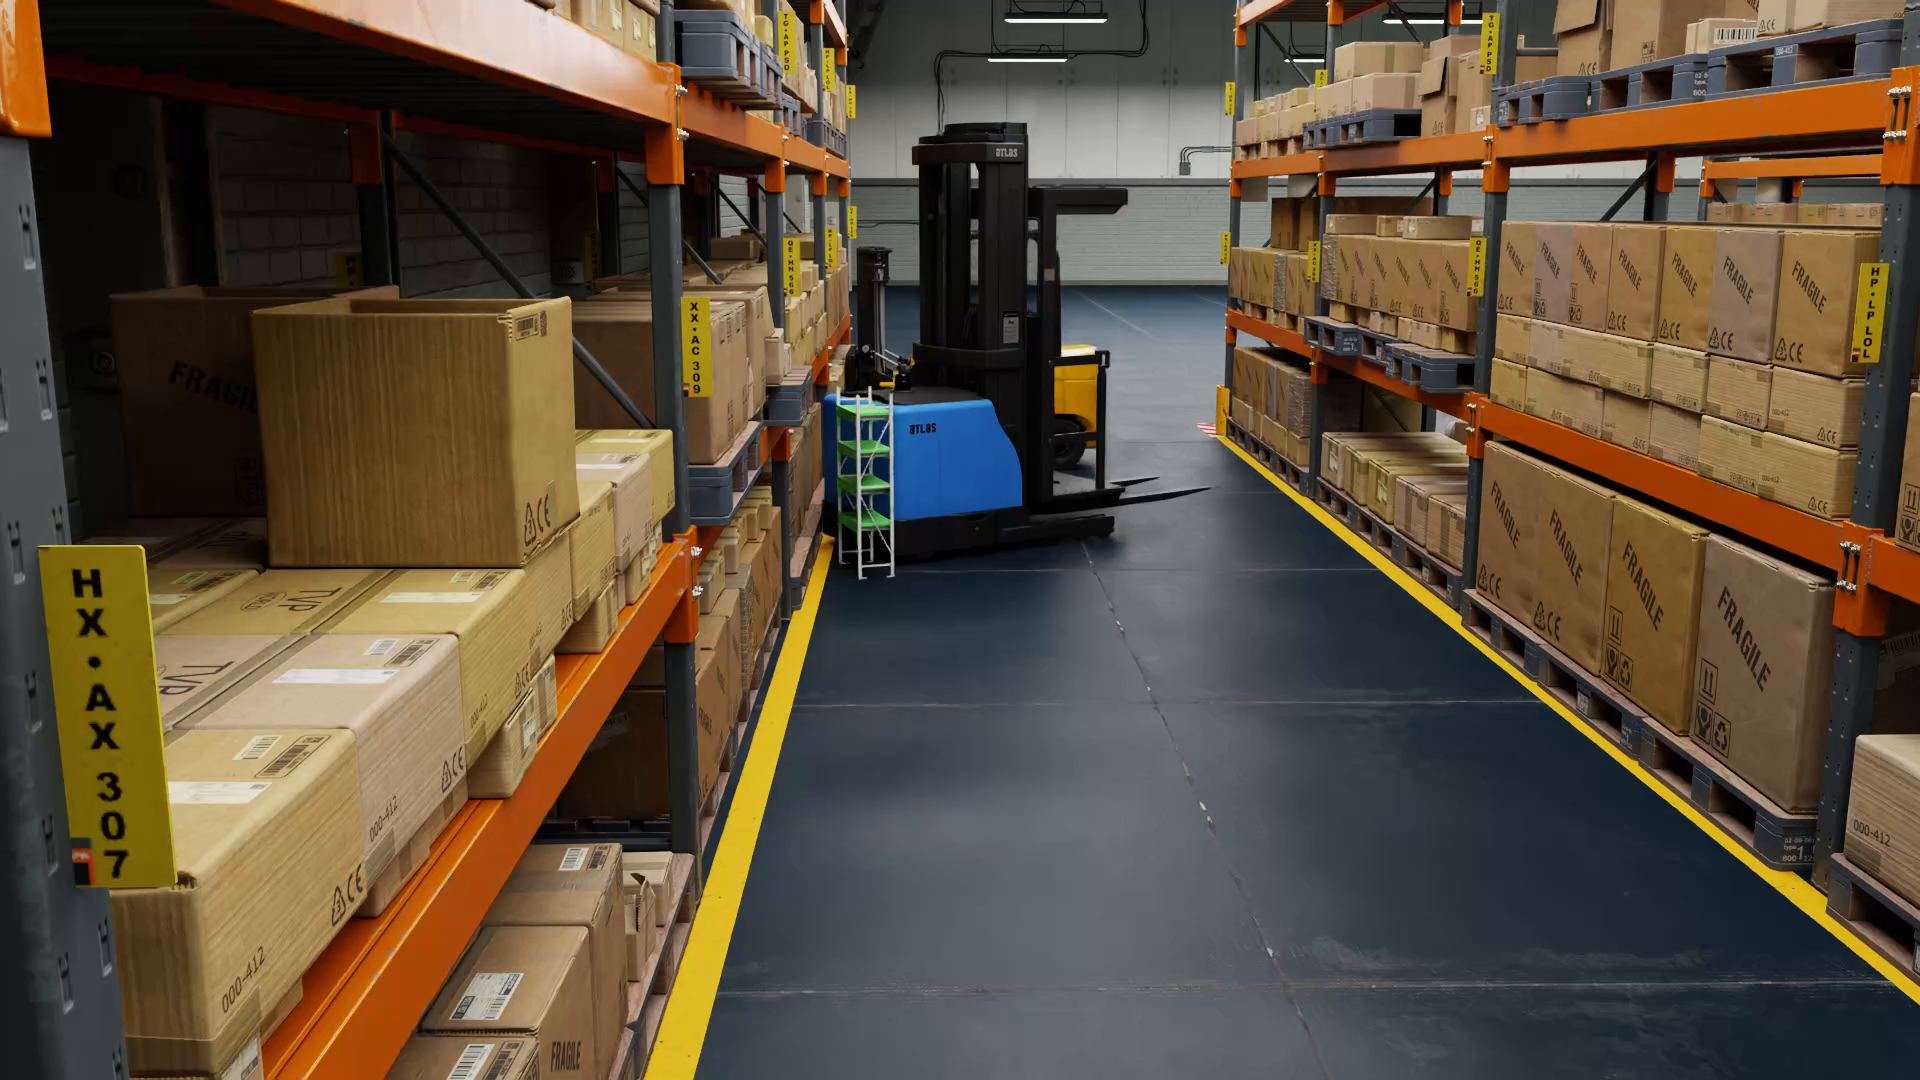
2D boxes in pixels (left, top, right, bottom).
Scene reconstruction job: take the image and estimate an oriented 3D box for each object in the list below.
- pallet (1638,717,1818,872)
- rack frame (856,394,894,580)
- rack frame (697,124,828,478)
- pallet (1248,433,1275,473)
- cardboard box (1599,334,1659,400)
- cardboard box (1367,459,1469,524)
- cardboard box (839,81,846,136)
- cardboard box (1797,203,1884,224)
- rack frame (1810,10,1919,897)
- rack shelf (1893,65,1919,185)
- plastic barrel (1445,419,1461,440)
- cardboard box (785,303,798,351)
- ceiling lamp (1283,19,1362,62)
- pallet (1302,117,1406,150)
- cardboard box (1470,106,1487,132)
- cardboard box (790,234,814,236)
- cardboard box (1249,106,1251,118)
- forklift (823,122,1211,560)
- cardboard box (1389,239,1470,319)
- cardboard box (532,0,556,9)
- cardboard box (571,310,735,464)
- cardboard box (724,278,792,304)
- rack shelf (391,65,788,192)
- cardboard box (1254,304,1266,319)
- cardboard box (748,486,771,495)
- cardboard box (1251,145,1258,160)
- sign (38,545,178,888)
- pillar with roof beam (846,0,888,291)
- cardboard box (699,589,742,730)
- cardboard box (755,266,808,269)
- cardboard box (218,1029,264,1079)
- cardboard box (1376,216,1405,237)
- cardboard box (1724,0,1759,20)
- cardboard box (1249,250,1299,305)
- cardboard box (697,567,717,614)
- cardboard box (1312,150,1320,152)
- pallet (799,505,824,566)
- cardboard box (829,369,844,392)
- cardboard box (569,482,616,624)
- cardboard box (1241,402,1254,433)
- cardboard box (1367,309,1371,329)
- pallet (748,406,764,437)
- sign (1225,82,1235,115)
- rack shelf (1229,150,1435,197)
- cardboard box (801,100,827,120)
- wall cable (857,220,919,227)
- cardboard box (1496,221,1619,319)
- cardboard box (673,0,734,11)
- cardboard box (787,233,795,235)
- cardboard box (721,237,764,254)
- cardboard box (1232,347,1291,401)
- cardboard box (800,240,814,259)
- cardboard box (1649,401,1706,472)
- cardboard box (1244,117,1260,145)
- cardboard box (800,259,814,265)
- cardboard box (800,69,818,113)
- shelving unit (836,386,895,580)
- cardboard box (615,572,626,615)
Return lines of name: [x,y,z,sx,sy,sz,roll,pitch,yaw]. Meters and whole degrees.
pallet: [3.462,0.989,6.655,1.003,0.211,1.213,0,11,-1]
rack frame: [-0.546,-0.340,10.719,0.240,1.200,0.015,-4,12,-19]
rack frame: [-1.574,-1.794,13.358,1.000,3.000,0.127,0,11,-1]
pallet: [3.311,-0.825,15.595,1.003,0.211,1.213,0,11,-1]
cardboard box: [3.239,-0.787,7.514,0.500,0.250,0.500,0,11,0]
cardboard box: [3.436,-0.348,11.782,0.950,0.372,0.625,0,11,1]
cardboard box: [-1.404,-4.276,16.489,0.500,0.500,0.500,0,11,1]
cardboard box: [8.342,-2.854,15.489,0.875,0.550,0.500,0,11,-1]
rack frame: [3.553,-0.225,5.624,1.000,3.000,0.127,0,11,-1]
rack shelf: [3.595,-0.945,3.437,1.077,0.370,4.000,0,11,-1]
plastic barrel: [4.862,-0.943,15.645,0.512,0.421,0.421,9,15,38]
cardboard box: [-1.232,-1.260,9.844,0.500,0.250,0.500,0,11,-1]
ceiling lamp: [9.053,-13.493,41.255,2.000,3.185,0.800,0,11,-1]
pallet: [3.294,-3.070,12.576,1.213,0.211,1.003,0,11,-1]
cardboard box: [3.241,-2.478,9.818,0.380,0.149,0.250,0,11,-1]
cardboard box: [-1.440,-2.881,16.084,0.380,0.149,0.250,0,11,-1]
cardboard box: [3.109,-4.277,16.677,0.380,0.149,0.250,0,11,-2]
forklift: [0.520,-1.508,12.119,3.031,2.935,1.130,-8,14,-34]
cardboard box: [3.150,-1.713,10.902,0.500,0.500,0.500,-1,12,-5]
cardboard box: [-1.045,-1.175,3.392,0.380,0.149,0.250,0,11,0]
cardboard box: [-1.196,-0.556,5.946,0.700,0.500,0.500,0,11,0]
cardboard box: [-1.211,-1.483,9.944,0.380,0.149,0.250,0,11,0]
rack shelf: [-1.450,-1.719,7.252,1.077,0.370,4.000,0,11,-1]
cardboard box: [3.047,-2.214,16.058,0.380,0.149,0.250,0,11,0]
cardboard box: [-1.228,-0.200,9.102,0.380,0.149,0.250,-1,11,-4]
cardboard box: [3.054,-3.785,16.261,0.380,0.149,0.250,0,11,0]
sign: [-0.784,0.165,1.525,0.100,0.325,0.005,0,11,-1]
pillar with roof beam: [1.140,-11.368,45.462,9.100,9.000,0.548,0,11,-1]
cardboard box: [-1.221,0.513,7.215,0.500,0.500,0.500,-1,11,-3]
cardboard box: [-1.289,-1.890,11.947,0.380,0.149,0.250,-1,11,-3]
cardboard box: [-1.059,0.648,1.953,0.380,0.149,0.250,0,11,-2]
cardboard box: [3.170,-2.223,11.786,0.380,0.149,0.250,0,11,2]
cardboard box: [3.797,-2.396,7.472,0.500,0.500,0.500,0,11,-1]
cardboard box: [3.064,-2.506,15.866,0.500,0.500,0.500,0,11,-2]
cardboard box: [-1.237,0.215,7.054,0.380,0.149,0.250,0,11,-1]
cardboard box: [3.076,-3.224,13.492,0.380,0.149,0.250,0,11,-1]
pallet: [-1.492,-0.038,11.716,1.003,0.211,1.213,0,11,-1]
cardboard box: [-1.271,-1.342,14.472,0.500,0.250,0.500,0,11,-1]
cardboard box: [-1.132,0.023,4.031,0.500,0.250,0.500,0,11,-2]
cardboard box: [3.049,-1.206,16.317,0.500,0.250,0.500,0,11,1]
cardboard box: [3.129,-1.581,11.881,0.380,0.149,0.250,0,11,-1]
pallet: [-1.447,-0.518,7.552,1.003,0.211,1.213,0,11,-1]
sign: [2.763,-4.507,16.985,0.100,0.325,0.005,0,11,-1]
rack shelf: [3.347,-3.330,15.195,1.077,0.370,4.000,0,11,-1]
cardboard box: [-1.280,-3.486,13.479,0.380,0.149,0.250,0,11,0]
wall cable: [-1.903,-10.420,48.597,3.097,2.526,0.112,0,11,-1]
cardboard box: [3.236,-1.460,8.945,0.500,0.500,0.500,-1,11,-3]
cardboard box: [-0.988,-1.918,5.750,0.380,0.149,0.250,0,11,-1]
cardboard box: [-1.864,-3.034,16.840,0.380,0.149,0.250,0,11,-2]
cardboard box: [-1.919,-2.573,14.565,0.380,0.149,0.250,0,11,-2]
cardboard box: [3.047,-1.670,16.719,0.500,0.500,0.500,-1,11,-3]
cardboard box: [-1.284,-2.371,13.572,0.380,0.149,0.250,0,11,0]
cardboard box: [3.291,-0.441,7.067,0.500,0.250,0.500,-1,11,-3]
cardboard box: [3.050,-3.951,16.077,0.500,0.250,0.500,0,11,-2]
cardboard box: [-1.318,-2.225,13.601,0.380,0.149,0.250,0,11,-2]
cardboard box: [-1.316,-3.332,12.313,0.500,0.311,0.500,-1,11,-3]
shelving unit: [-0.626,-0.386,10.945,0.258,1.200,0.503,-4,12,-19]
cardboard box: [-1.115,0.137,4.471,0.380,0.149,0.250,0,11,0]
